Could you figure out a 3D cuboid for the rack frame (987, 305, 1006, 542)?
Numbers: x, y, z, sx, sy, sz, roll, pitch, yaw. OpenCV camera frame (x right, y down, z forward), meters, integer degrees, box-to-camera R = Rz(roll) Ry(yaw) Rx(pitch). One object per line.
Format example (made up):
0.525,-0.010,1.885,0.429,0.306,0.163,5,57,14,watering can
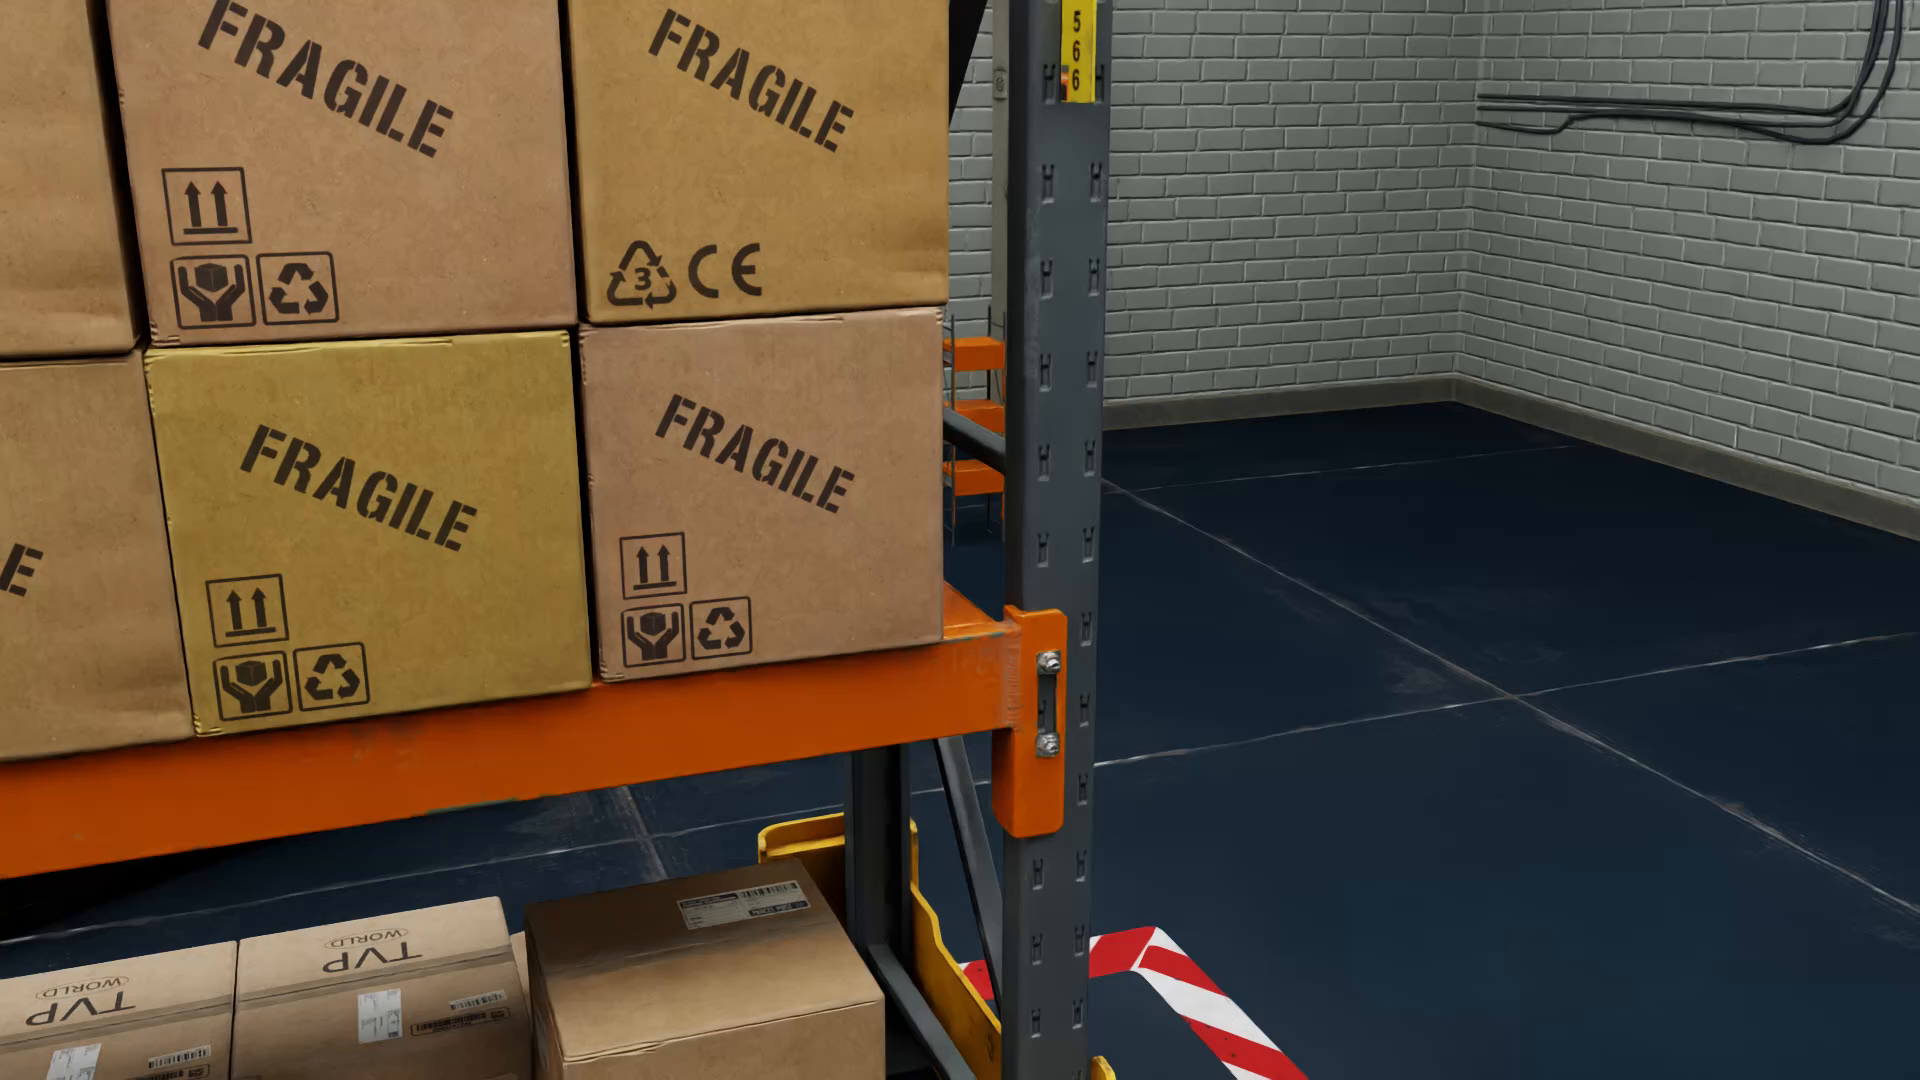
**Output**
0.164,-0.521,7.511,0.008,1.050,0.200,-6,17,-20,rack frame

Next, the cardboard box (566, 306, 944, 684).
-0.340,-0.127,2.531,0.500,0.500,0.500,-6,17,-18,cardboard box

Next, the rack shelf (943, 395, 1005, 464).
0.050,-0.499,7.472,0.240,0.259,0.215,-6,17,-20,rack shelf

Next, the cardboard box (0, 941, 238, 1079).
-1.562,0.993,2.992,0.500,0.250,0.500,-6,17,-20,cardboard box

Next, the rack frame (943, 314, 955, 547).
-0.064,-0.497,7.427,0.008,1.050,0.200,-6,17,-20,rack frame

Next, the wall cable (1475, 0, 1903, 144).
3.614,-3.364,8.593,0.112,2.526,3.097,-6,17,-20,wall cable

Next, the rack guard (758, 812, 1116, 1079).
-0.090,1.011,3.269,0.348,0.500,1.175,-6,17,-20,rack guard

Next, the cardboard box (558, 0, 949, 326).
-0.337,-0.607,2.388,0.500,0.500,0.500,-6,18,-21,cardboard box

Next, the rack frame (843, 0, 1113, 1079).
-0.019,-0.196,2.943,0.127,3.000,1.000,-6,17,-20,rack frame

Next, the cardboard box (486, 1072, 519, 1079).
-0.849,1.089,2.814,0.250,0.166,0.380,-6,17,-20,cardboard box

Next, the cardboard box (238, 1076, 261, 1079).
-1.337,1.120,2.561,0.500,0.250,0.500,-6,17,-20,cardboard box

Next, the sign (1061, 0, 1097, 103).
0.160,-0.755,2.231,0.005,0.325,0.100,-6,17,-20,sign

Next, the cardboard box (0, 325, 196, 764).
-1.291,-0.025,2.183,0.500,0.500,0.500,-6,17,-20,cardboard box

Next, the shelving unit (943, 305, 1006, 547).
0.050,-0.509,7.469,0.252,1.050,0.215,-6,17,-20,shelving unit

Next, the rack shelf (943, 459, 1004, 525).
0.050,-0.232,7.550,0.240,0.259,0.215,-6,17,-20,rack shelf

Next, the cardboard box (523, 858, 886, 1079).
-0.439,0.912,2.825,0.500,0.500,0.500,-6,17,-20,cardboard box

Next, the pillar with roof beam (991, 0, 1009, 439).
1.957,-3.745,4.379,0.400,9.000,9.100,-6,17,-20,pillar with roof beam

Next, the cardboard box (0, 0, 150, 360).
-1.291,-0.502,2.032,0.500,0.500,0.500,-6,17,-19,cardboard box

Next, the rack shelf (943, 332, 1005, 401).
0.050,-0.771,7.392,0.240,0.259,0.215,-6,17,-20,rack shelf

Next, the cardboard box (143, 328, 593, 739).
-0.823,-0.074,2.350,0.500,0.500,0.500,-6,17,-20,cardboard box

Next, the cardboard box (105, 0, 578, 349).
-0.808,-0.556,2.214,0.500,0.500,0.500,-6,17,-19,cardboard box

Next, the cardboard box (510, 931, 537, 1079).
-0.767,0.929,3.358,0.250,0.166,0.380,-6,17,-20,cardboard box

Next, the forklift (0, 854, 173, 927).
-2.685,-0.547,4.259,1.130,2.935,3.031,14,21,39,forklift

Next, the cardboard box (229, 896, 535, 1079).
-1.096,0.943,3.164,0.500,0.250,0.500,-6,17,-20,cardboard box

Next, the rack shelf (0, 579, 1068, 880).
-1.887,0.351,2.357,4.000,0.370,1.077,-6,17,-20,rack shelf
